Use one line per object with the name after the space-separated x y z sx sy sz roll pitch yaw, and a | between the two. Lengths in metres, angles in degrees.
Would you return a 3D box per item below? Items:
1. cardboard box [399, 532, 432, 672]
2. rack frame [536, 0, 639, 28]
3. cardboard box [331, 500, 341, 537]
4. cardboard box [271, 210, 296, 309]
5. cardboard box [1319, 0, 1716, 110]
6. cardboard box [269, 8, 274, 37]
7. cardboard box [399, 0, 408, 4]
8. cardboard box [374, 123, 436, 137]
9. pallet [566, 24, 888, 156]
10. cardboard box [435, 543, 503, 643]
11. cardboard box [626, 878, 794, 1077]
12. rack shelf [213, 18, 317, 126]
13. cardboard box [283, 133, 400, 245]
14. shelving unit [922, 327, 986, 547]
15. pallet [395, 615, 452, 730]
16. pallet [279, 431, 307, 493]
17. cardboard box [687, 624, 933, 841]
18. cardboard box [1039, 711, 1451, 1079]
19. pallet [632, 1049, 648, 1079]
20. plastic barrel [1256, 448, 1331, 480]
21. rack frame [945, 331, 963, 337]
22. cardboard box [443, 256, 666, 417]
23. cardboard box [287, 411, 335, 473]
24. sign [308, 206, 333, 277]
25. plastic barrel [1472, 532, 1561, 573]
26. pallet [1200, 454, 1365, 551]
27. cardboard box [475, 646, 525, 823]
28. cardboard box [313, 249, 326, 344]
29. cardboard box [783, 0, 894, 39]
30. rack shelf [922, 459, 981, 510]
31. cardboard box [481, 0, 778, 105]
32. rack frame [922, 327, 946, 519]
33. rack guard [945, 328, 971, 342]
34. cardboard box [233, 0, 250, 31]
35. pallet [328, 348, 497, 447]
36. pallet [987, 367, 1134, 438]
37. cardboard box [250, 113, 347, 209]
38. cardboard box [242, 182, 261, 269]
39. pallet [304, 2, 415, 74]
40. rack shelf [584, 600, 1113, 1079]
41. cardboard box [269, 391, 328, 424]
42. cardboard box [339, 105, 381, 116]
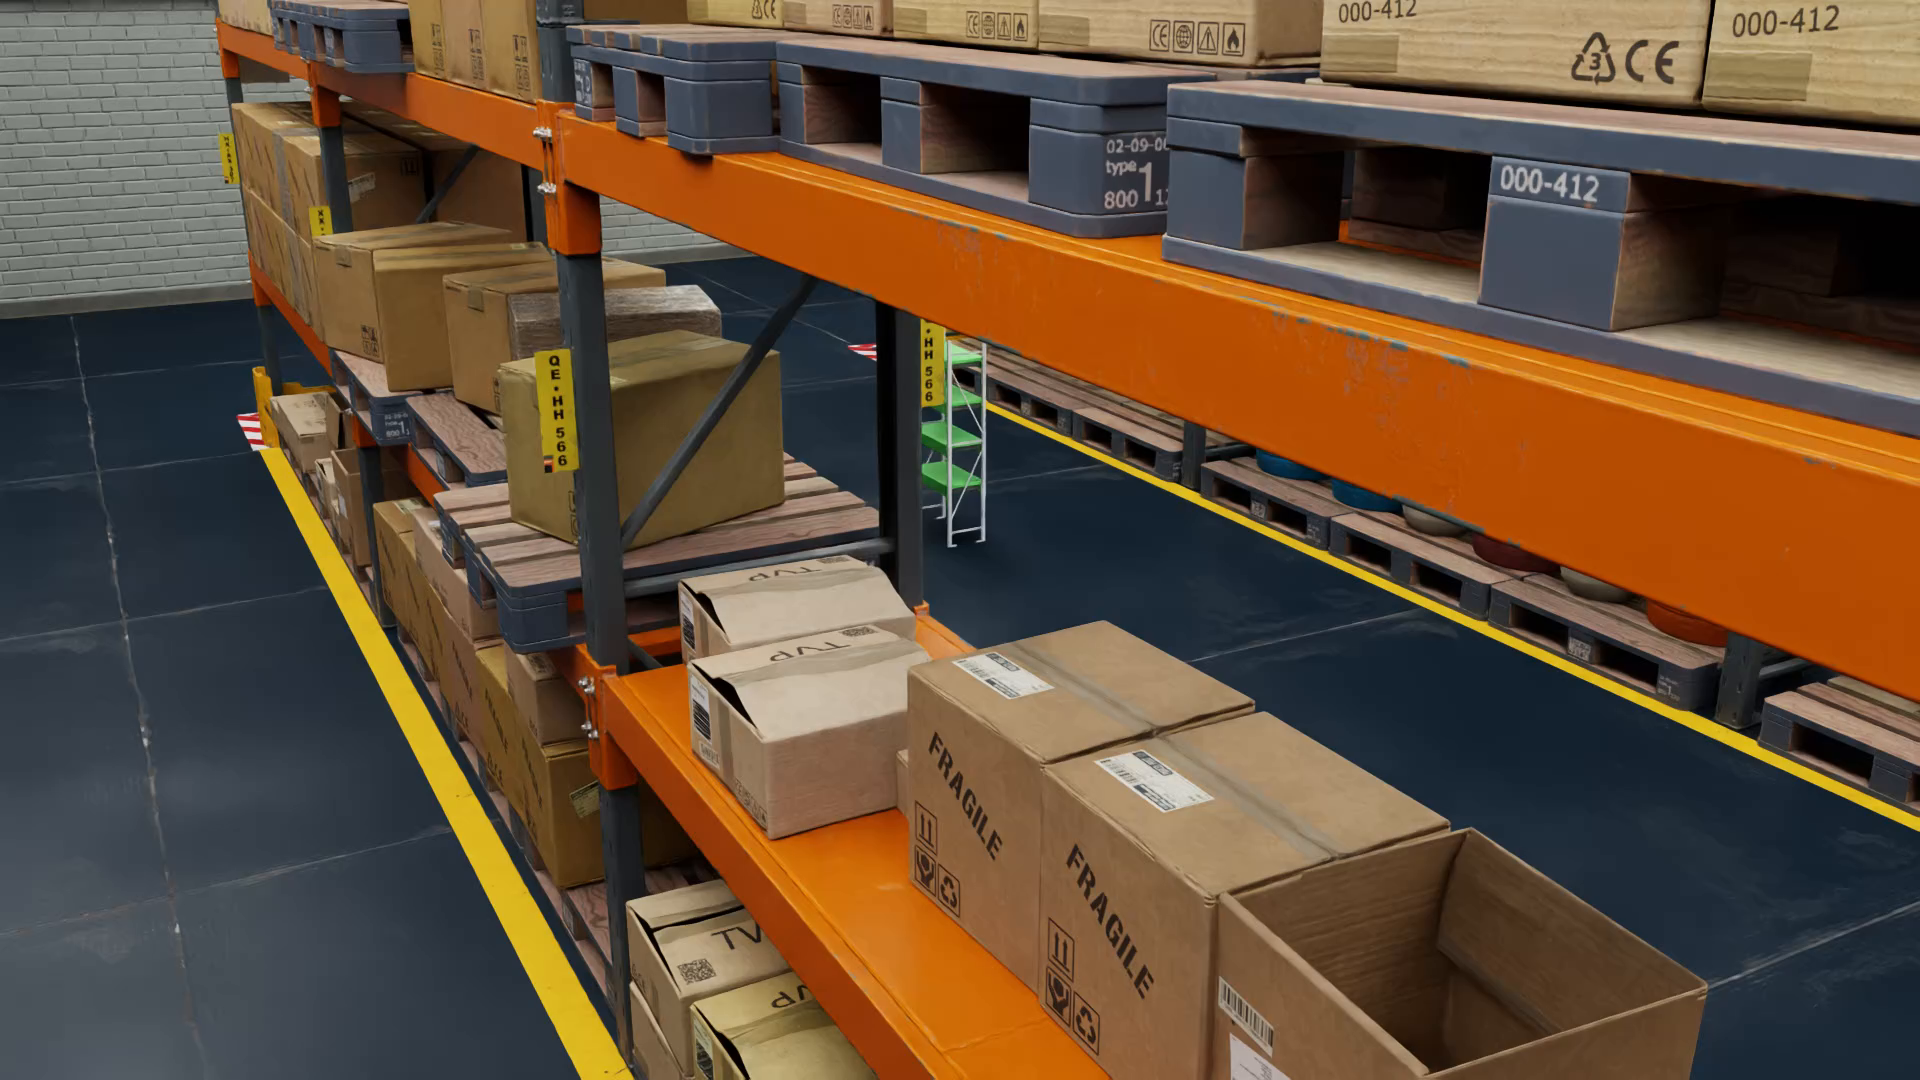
-2.200 0.240 7.495 0.500 0.500 0.500 -10 21 -26 | cardboard box
-0.578 -2.749 3.804 1.000 3.000 0.127 -10 21 -27 | rack frame
-3.229 -0.140 9.135 0.380 0.149 0.250 -10 21 -27 | cardboard box
-3.677 -1.654 9.672 0.500 0.500 0.500 -10 21 -26 | cardboard box
0.774 -0.646 1.894 0.500 0.250 0.500 -12 23 -32 | cardboard box
-3.171 -2.652 8.351 0.500 0.250 0.500 -10 21 -27 | cardboard box
-1.668 -2.234 5.959 0.600 0.600 0.600 -11 22 -29 | cardboard box
-2.943 -2.056 9.306 0.500 0.500 0.500 -11 22 -28 | cardboard box
-0.178 -1.061 3.799 1.213 0.211 1.003 -9 21 -24 | pallet
-1.749 0.165 6.563 0.500 0.250 0.500 -10 22 -28 | cardboard box
-0.588 1.118 4.503 0.500 0.311 0.500 -9 21 -25 | cardboard box
-3.428 -2.714 9.402 1.077 0.370 4.000 -10 21 -27 | rack shelf
-3.192 -1.833 8.660 0.500 0.500 0.500 -10 22 -28 | cardboard box
-0.079 -0.615 9.573 0.258 1.200 0.503 -10 21 -27 | shelving unit
-2.058 0.484 7.905 1.003 0.211 1.213 -10 21 -27 | pallet
-3.962 -0.641 11.167 1.003 0.211 1.213 -10 21 -27 | pallet
-0.324 0.415 3.966 0.500 0.311 0.500 -10 22 -27 | cardboard box
0.483 0.669 2.940 0.500 0.500 0.500 -10 21 -27 | cardboard box
-0.222 1.647 4.535 1.003 0.211 1.213 -10 21 -27 | pallet
2.126 -0.876 10.144 0.600 0.901 0.708 -10 21 -27 | plastic barrel
-0.016 -2.976 13.658 1.000 3.000 0.127 -10 21 -27 | rack frame
-1.585 -0.810 6.583 0.700 0.500 0.500 -17 25 -40 | cardboard box
-3.894 -0.631 10.403 0.500 0.250 0.500 -10 21 -27 | cardboard box
-2.952 -1.385 7.719 0.100 0.325 0.005 -10 21 -27 | sign
2.999 -0.200 8.666 0.600 0.588 0.708 -10 21 -27 | plastic barrel
2.213 -0.282 10.125 1.003 0.211 1.213 -10 21 -27 | pallet
-1.475 0.679 6.222 0.500 0.500 0.500 -11 22 -29 | cardboard box
-2.941 -1.213 8.394 0.500 0.500 0.500 -10 21 -26 | cardboard box
-0.049 -1.190 3.469 0.500 0.250 0.500 -9 21 -25 | cardboard box
-0.079 -0.327 9.673 0.258 0.148 0.480 -10 21 -27 | rack shelf
-0.815 -1.499 4.625 0.910 0.500 0.500 -10 21 -27 | cardboard box
-0.194 -0.685 9.776 0.240 1.200 0.015 -10 21 -27 | rack frame
-0.039 -1.800 14.080 1.175 0.500 0.348 -10 21 -27 | rack guard
-3.892 -3.081 9.594 0.500 0.250 0.500 -10 21 -27 | cardboard box
-2.195 -0.725 7.428 1.003 0.211 1.213 -10 21 -27 | pallet
0.916 -1.066 12.396 1.003 0.211 1.213 -10 21 -27 | pallet
-3.911 -2.269 9.921 0.500 0.500 0.500 -10 21 -26 | cardboard box
-4.399 -2.089 10.934 0.500 0.500 0.500 -9 21 -26 | cardboard box
-1.735 -1.896 6.216 1.213 0.211 1.003 -10 21 -27 | pallet
0.371 1.001 3.236 1.077 0.370 4.000 -10 21 -27 | rack shelf
-4.481 -0.897 11.328 0.380 0.149 0.250 -10 21 -27 | cardboard box
-3.683 -2.500 10.592 0.500 0.500 0.500 -9 21 -25 | cardboard box
